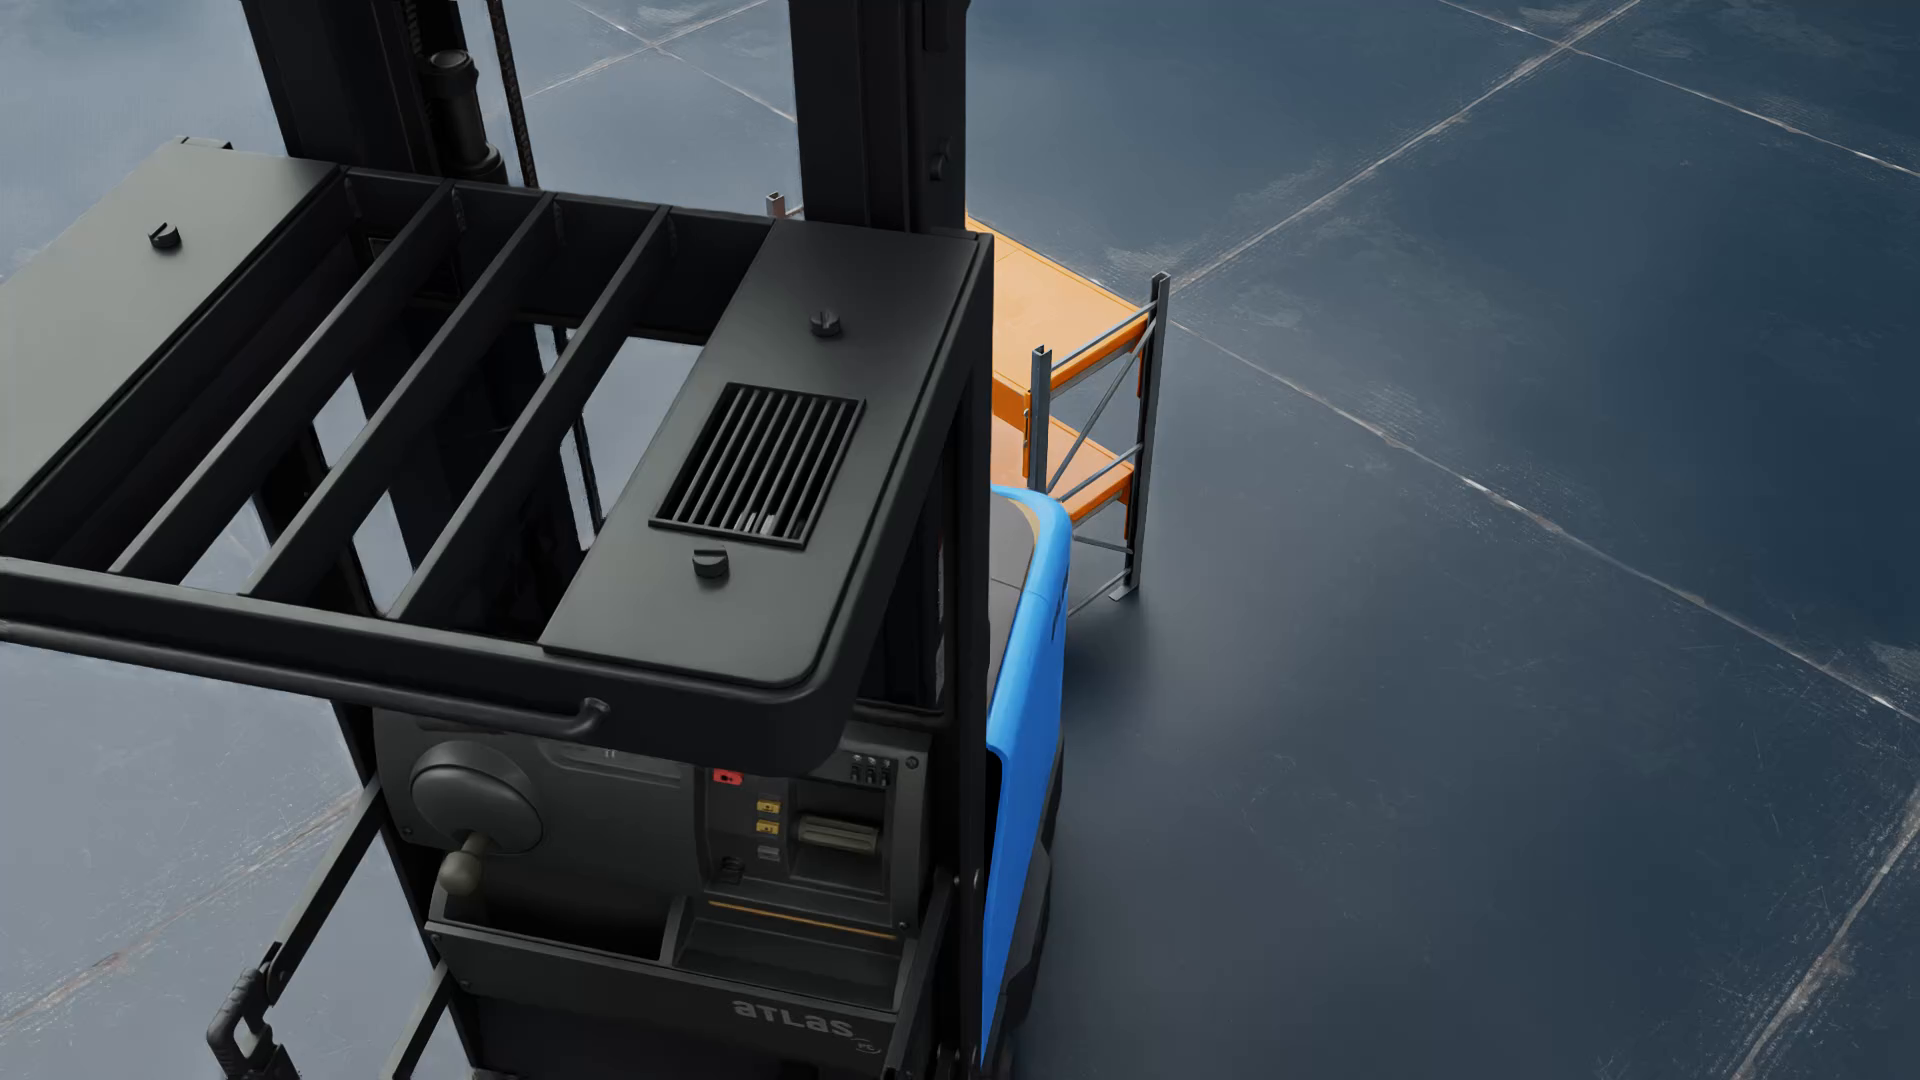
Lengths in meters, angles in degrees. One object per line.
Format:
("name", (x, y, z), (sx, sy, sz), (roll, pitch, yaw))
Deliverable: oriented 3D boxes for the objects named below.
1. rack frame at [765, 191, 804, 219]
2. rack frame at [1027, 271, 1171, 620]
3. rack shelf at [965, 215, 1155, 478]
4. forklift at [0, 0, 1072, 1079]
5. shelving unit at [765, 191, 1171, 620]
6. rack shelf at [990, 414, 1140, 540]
("rack frame", (-0.354, -0.654, 5.129), (0.500, 1.125, 0.032), (-34, 53, -31))
("rack frame", (0.364, -0.166, 4.600), (0.500, 1.125, 0.032), (-34, 53, -31))
("rack shelf", (0.005, -0.625, 4.666), (0.538, 0.278, 1.000), (-34, 53, -31))
("forklift", (-0.553, 0.512, 2.536), (1.130, 2.935, 3.031), (9, 43, 9))
("shelving unit", (0.005, -0.410, 4.865), (0.538, 1.125, 1.048), (-34, 53, -31))
("rack shelf", (0.005, -0.230, 5.031), (0.538, 0.278, 1.000), (-34, 53, -31))
